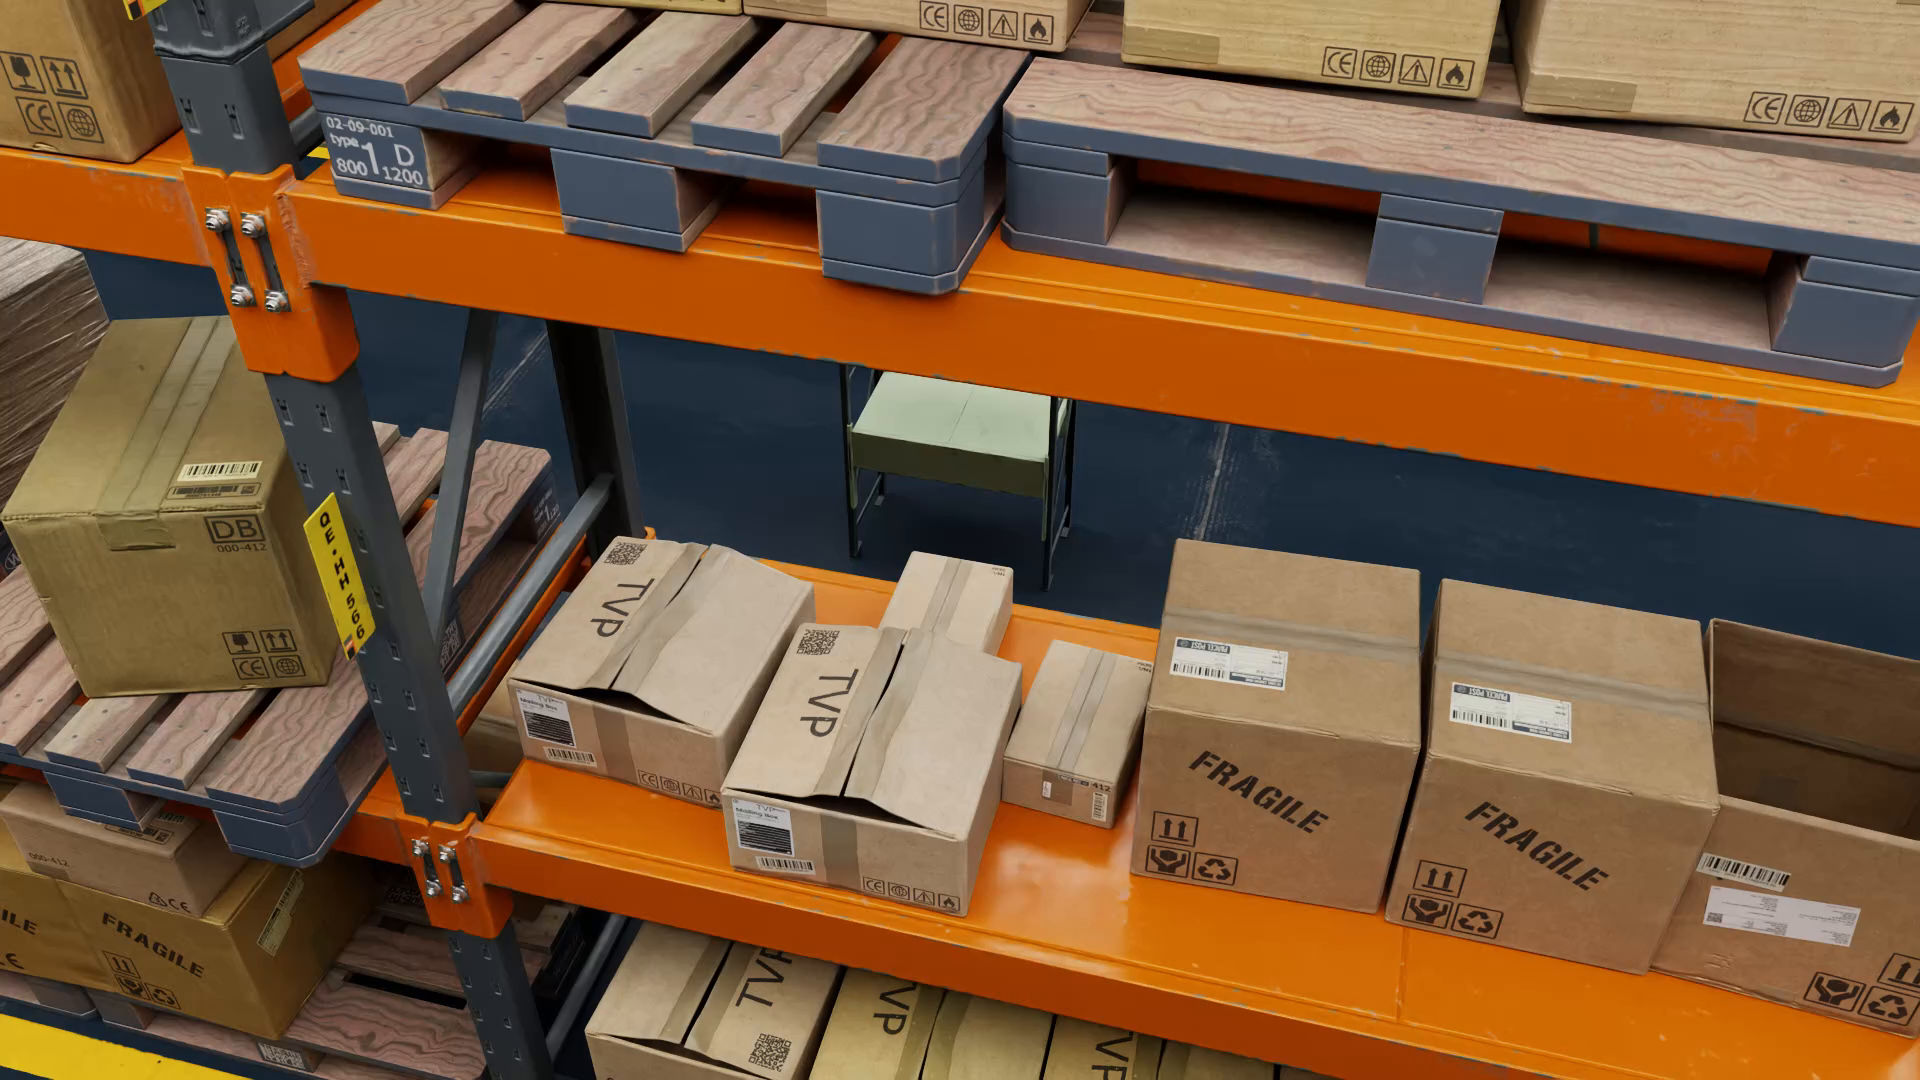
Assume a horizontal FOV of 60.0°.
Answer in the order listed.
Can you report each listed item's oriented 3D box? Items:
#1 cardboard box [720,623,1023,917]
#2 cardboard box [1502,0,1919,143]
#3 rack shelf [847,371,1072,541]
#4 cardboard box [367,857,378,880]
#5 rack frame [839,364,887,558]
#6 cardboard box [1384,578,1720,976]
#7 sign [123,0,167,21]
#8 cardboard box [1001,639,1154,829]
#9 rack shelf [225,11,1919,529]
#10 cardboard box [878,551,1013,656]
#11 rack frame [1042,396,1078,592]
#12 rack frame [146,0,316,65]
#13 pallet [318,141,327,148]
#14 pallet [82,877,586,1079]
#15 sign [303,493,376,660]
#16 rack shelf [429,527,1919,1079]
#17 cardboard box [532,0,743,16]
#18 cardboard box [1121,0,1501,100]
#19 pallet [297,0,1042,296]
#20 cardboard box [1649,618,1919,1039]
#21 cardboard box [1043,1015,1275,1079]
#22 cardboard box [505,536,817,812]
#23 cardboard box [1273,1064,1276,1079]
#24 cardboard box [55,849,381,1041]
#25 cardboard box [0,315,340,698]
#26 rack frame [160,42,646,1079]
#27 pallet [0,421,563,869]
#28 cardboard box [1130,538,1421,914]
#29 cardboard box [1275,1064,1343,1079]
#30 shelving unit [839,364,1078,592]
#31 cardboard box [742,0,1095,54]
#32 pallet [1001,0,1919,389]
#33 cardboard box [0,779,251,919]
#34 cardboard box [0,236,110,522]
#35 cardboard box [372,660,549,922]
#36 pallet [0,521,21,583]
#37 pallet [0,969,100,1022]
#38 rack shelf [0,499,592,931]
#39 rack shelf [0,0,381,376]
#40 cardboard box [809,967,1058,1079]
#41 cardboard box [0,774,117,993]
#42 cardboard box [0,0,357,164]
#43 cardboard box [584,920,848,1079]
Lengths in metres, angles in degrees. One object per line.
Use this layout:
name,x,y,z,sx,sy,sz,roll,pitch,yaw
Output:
cardboard box,-0.169,0.446,3.456,0.500,0.311,0.500,9,41,11
cardboard box,1.050,-0.801,2.329,0.500,0.250,0.500,7,40,8
rack shelf,0.006,-0.324,5.976,0.720,0.370,0.431,10,41,11
cardboard box,-1.856,0.594,4.811,0.500,0.500,0.500,8,41,10
rack frame,-0.347,-0.634,5.839,0.023,1.500,0.400,10,41,11
cardboard box,1.151,0.460,3.292,0.500,0.500,0.500,10,41,11
sign,-1.125,-0.867,2.216,0.005,0.325,0.100,10,41,11
cardboard box,0.264,0.416,3.618,0.250,0.149,0.380,13,42,15
rack shelf,0.949,-0.398,2.619,4.000,0.370,1.077,10,41,11
cardboard box,-0.042,0.216,3.855,0.250,0.149,0.380,10,41,11
rack frame,0.360,-0.512,5.694,0.023,1.500,0.400,10,41,11
rack frame,-0.983,-2.155,1.819,0.127,3.000,1.000,10,41,11
pallet,-2.828,-2.377,8.917,1.213,0.211,1.003,10,41,11
pallet,-1.694,1.063,4.821,1.213,0.211,1.003,10,41,11
sign,-1.114,0.068,2.998,0.005,0.325,0.100,10,41,11
rack shelf,0.949,0.750,3.584,4.000,0.370,1.077,10,41,11
cardboard box,-0.530,-1.069,2.648,0.500,0.250,0.500,7,41,8
cardboard box,0.531,-0.891,2.436,0.500,0.250,0.500,9,41,11
pallet,-0.304,-0.877,2.776,1.003,0.211,1.213,12,41,13
cardboard box,1.635,0.544,3.193,0.500,0.500,0.500,13,42,15
cardboard box,0.449,1.258,3.796,0.500,0.311,0.500,9,41,10
cardboard box,-0.643,0.264,3.672,0.500,0.311,0.500,12,42,14
cardboard box,0.932,1.555,3.877,0.500,0.250,0.500,11,41,12
cardboard box,-1.947,0.922,4.422,0.500,0.500,0.500,11,41,13
cardboard box,-1.620,-0.091,3.622,0.500,0.500,0.700,-3,40,-3
rack frame,-0.983,0.142,3.748,0.127,3.000,1.000,10,41,11
pallet,-1.656,0.147,3.892,1.003,0.211,1.213,10,41,11
cardboard box,0.642,0.373,3.396,0.500,0.500,0.500,8,41,9
cardboard box,0.946,1.343,3.694,0.500,0.311,0.500,9,41,11
shelving unit,0.006,-0.573,5.766,0.755,1.500,0.431,10,41,11
cardboard box,-0.019,-0.993,2.558,0.500,0.250,0.500,11,41,13
pallet,0.777,-0.693,2.557,1.213,0.211,1.003,12,41,13
cardboard box,-2.002,0.628,4.189,0.500,0.250,0.500,11,41,13
cardboard box,-2.454,-0.362,3.944,0.500,0.500,0.700,17,43,20
cardboard box,-1.348,0.678,4.712,0.500,0.500,0.500,11,41,13
pallet,-2.862,-0.105,4.191,1.213,0.211,1.003,10,41,11
pallet,-2.869,0.859,5.064,1.213,0.211,1.003,10,41,11
rack shelf,-2.915,0.085,4.375,4.000,0.370,1.077,10,41,11
rack shelf,-2.915,-1.063,3.411,4.000,0.370,1.077,10,41,11
cardboard box,-0.043,1.171,3.898,0.500,0.311,0.500,9,41,10
cardboard box,-2.447,0.835,4.525,0.500,0.500,0.500,8,41,10
cardboard box,-1.413,-1.096,2.813,0.500,0.500,0.910,10,41,11
cardboard box,-0.553,1.089,3.996,0.500,0.311,0.500,11,41,13
